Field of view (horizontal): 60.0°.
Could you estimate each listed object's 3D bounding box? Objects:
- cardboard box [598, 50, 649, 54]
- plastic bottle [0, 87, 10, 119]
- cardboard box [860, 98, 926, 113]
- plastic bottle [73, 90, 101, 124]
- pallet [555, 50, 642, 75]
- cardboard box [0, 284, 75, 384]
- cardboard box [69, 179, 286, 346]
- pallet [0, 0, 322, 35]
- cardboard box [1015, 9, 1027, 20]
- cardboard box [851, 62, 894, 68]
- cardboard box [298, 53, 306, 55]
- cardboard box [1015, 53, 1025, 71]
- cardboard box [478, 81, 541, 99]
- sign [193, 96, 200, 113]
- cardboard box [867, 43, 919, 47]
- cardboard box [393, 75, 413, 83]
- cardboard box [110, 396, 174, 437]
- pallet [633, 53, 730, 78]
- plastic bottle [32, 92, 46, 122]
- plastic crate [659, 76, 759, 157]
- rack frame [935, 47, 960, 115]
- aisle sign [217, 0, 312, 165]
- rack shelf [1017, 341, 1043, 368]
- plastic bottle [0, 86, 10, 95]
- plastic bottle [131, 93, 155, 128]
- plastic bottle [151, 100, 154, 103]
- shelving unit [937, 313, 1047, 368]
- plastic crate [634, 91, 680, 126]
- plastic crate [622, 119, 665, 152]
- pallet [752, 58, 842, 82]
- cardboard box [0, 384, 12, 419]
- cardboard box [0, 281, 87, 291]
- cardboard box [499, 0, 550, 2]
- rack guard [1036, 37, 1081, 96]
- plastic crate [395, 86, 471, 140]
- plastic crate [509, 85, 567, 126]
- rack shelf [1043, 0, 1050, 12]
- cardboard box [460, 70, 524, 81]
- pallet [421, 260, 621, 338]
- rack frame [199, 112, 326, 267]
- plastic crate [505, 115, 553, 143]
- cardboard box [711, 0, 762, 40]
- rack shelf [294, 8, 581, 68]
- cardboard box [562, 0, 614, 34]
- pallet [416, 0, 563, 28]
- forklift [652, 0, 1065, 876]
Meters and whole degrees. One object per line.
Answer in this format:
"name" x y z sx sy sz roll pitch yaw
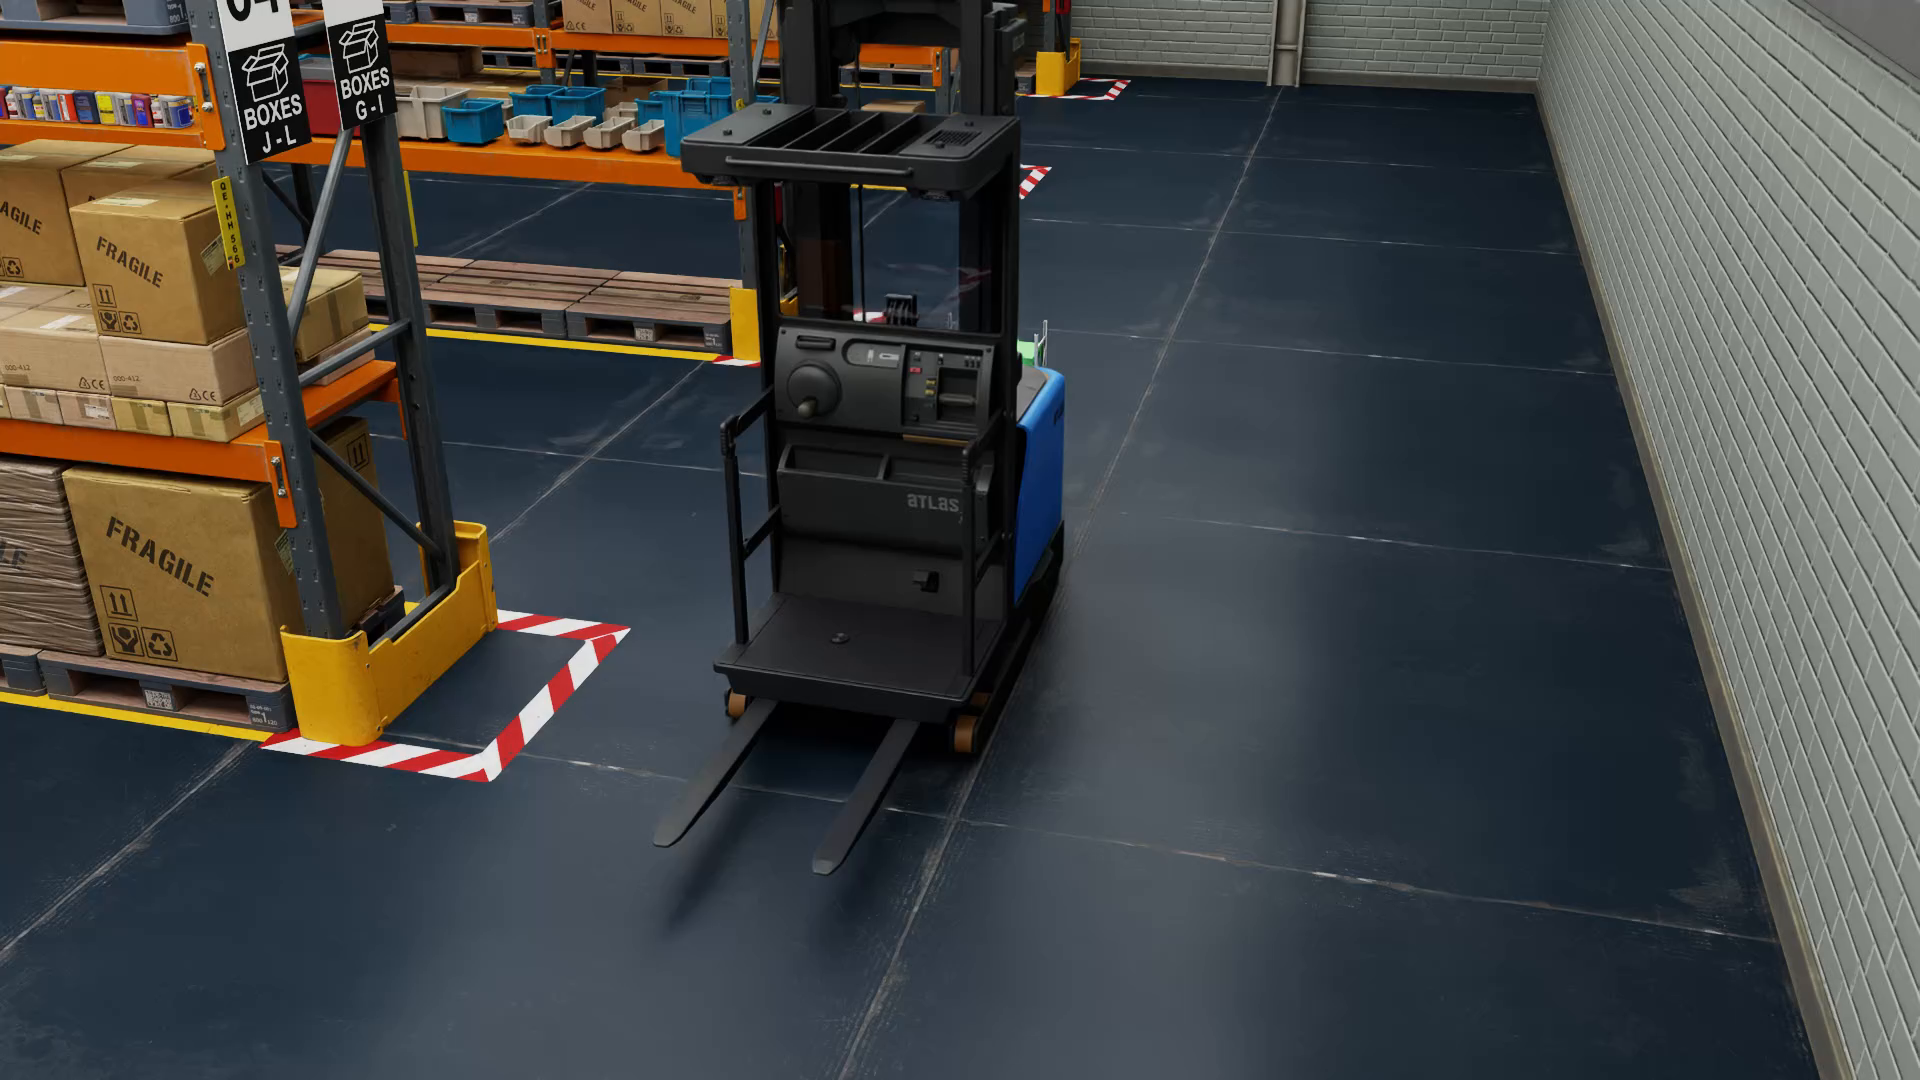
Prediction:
"cardboard box" -4.211 -6.693 21.330 0.750 0.750 0.750 7 26 15
"plastic bottle" -7.050 -3.233 12.187 0.133 0.283 0.061 6 26 13
"cardboard box" -0.632 -3.899 15.846 0.500 0.500 0.500 6 26 13
"plastic bottle" -6.306 -3.200 12.038 0.185 0.351 0.144 6 26 13
"pallet" -4.639 -6.286 21.708 1.213 0.211 1.003 6 26 13
"cardboard box" -4.034 -0.867 6.909 0.500 0.250 0.500 5 26 11
"cardboard box" -3.052 -1.098 6.522 0.500 0.500 0.500 7 26 14
"pallet" -3.236 -2.139 6.367 1.213 0.211 1.003 6 26 13
"cardboard box" 0.654 -6.393 20.354 0.250 0.149 0.380 6 26 13
"cardboard box" -1.007 -6.191 20.685 0.500 0.500 0.700 7 26 14
"cardboard box" -6.772 -5.132 17.563 0.500 0.250 0.500 7 26 15
"cardboard box" 0.483 -6.030 20.346 0.500 0.500 0.700 6 26 13
"cardboard box" -4.467 -4.305 16.699 0.500 0.500 0.500 6 26 13
"sign" -5.294 -3.136 11.525 0.005 0.325 0.100 6 26 13
"cardboard box" -0.546 -4.853 15.338 0.500 0.500 0.500 7 26 15
"cardboard box" -5.923 -4.469 17.043 0.500 0.500 0.500 5 26 11
"cardboard box" -3.194 -0.564 6.738 0.250 0.149 0.380 7 26 14
"pallet" -3.454 -6.156 21.436 1.213 0.211 1.003 6 26 13
"plastic bottle" -6.709 -3.166 12.142 0.097 0.201 0.097 0 25 0
"plastic crate" -1.652 -2.813 11.058 0.499 0.435 0.616 6 26 13
"rack frame" -0.044 -4.873 15.497 0.127 3.000 1.000 6 26 13
"aisle sign" -2.520 -1.791 5.998 0.004 0.787 0.394 6 26 13
"rack shelf" 0.160 -0.900 8.276 0.480 0.148 0.258 6 26 13
"plastic bottle" -7.048 -3.262 12.263 0.097 0.271 0.097 0 25 0
"plastic bottle" -5.853 -3.101 11.909 0.133 0.283 0.061 6 26 13
"plastic bottle" -5.851 -3.098 12.000 0.097 0.201 0.097 0 25 0
"shelving unit" 0.160 -0.524 8.455 0.503 1.200 0.258 6 26 13
"plastic crate" -2.076 -2.997 11.681 0.300 0.233 0.416 6 26 13
"plastic crate" -2.116 -2.732 11.235 0.243 0.136 0.396 6 26 13
"pallet" -1.971 -5.991 21.089 1.213 0.211 1.003 6 26 13
"cardboard box" -3.931 -0.646 6.910 0.250 0.149 0.380 6 26 12
"cardboard box" -3.903 -1.088 7.375 0.500 0.250 0.500 5 26 11
"cardboard box" -4.321 -5.680 16.587 0.500 0.500 0.700 -2 26 -5
"rack guard" 1.209 -5.805 20.361 0.348 0.500 1.175 6 26 13
"plastic crate" -3.722 -2.973 11.574 0.530 0.282 0.437 6 26 13
"plastic crate" -3.004 -3.100 11.896 0.300 0.233 0.416 6 26 13
"rack shelf" -0.751 -6.825 20.434 4.000 0.370 1.077 6 26 13
"cardboard box" -4.845 -4.577 17.271 0.500 0.500 0.500 7 26 14
"pallet" -3.248 -1.788 12.261 1.213 0.211 1.003 6 26 13
"rack frame" -5.155 -3.240 12.066 0.127 3.000 1.000 6 26 13
"plastic crate" -2.960 -2.812 11.404 0.250 0.136 0.298 6 26 13
"cardboard box" -2.019 -5.017 15.682 0.500 0.500 0.500 6 26 12
"rack shelf" -5.855 -5.191 17.001 4.000 0.370 1.077 6 26 13
"cardboard box" -3.492 -5.179 16.022 0.500 0.500 0.500 7 26 14
"pallet" -4.665 -5.346 16.713 1.213 0.211 1.003 6 26 13
"forklift" -0.371 -0.622 6.647 1.130 2.935 3.031 7 26 14
